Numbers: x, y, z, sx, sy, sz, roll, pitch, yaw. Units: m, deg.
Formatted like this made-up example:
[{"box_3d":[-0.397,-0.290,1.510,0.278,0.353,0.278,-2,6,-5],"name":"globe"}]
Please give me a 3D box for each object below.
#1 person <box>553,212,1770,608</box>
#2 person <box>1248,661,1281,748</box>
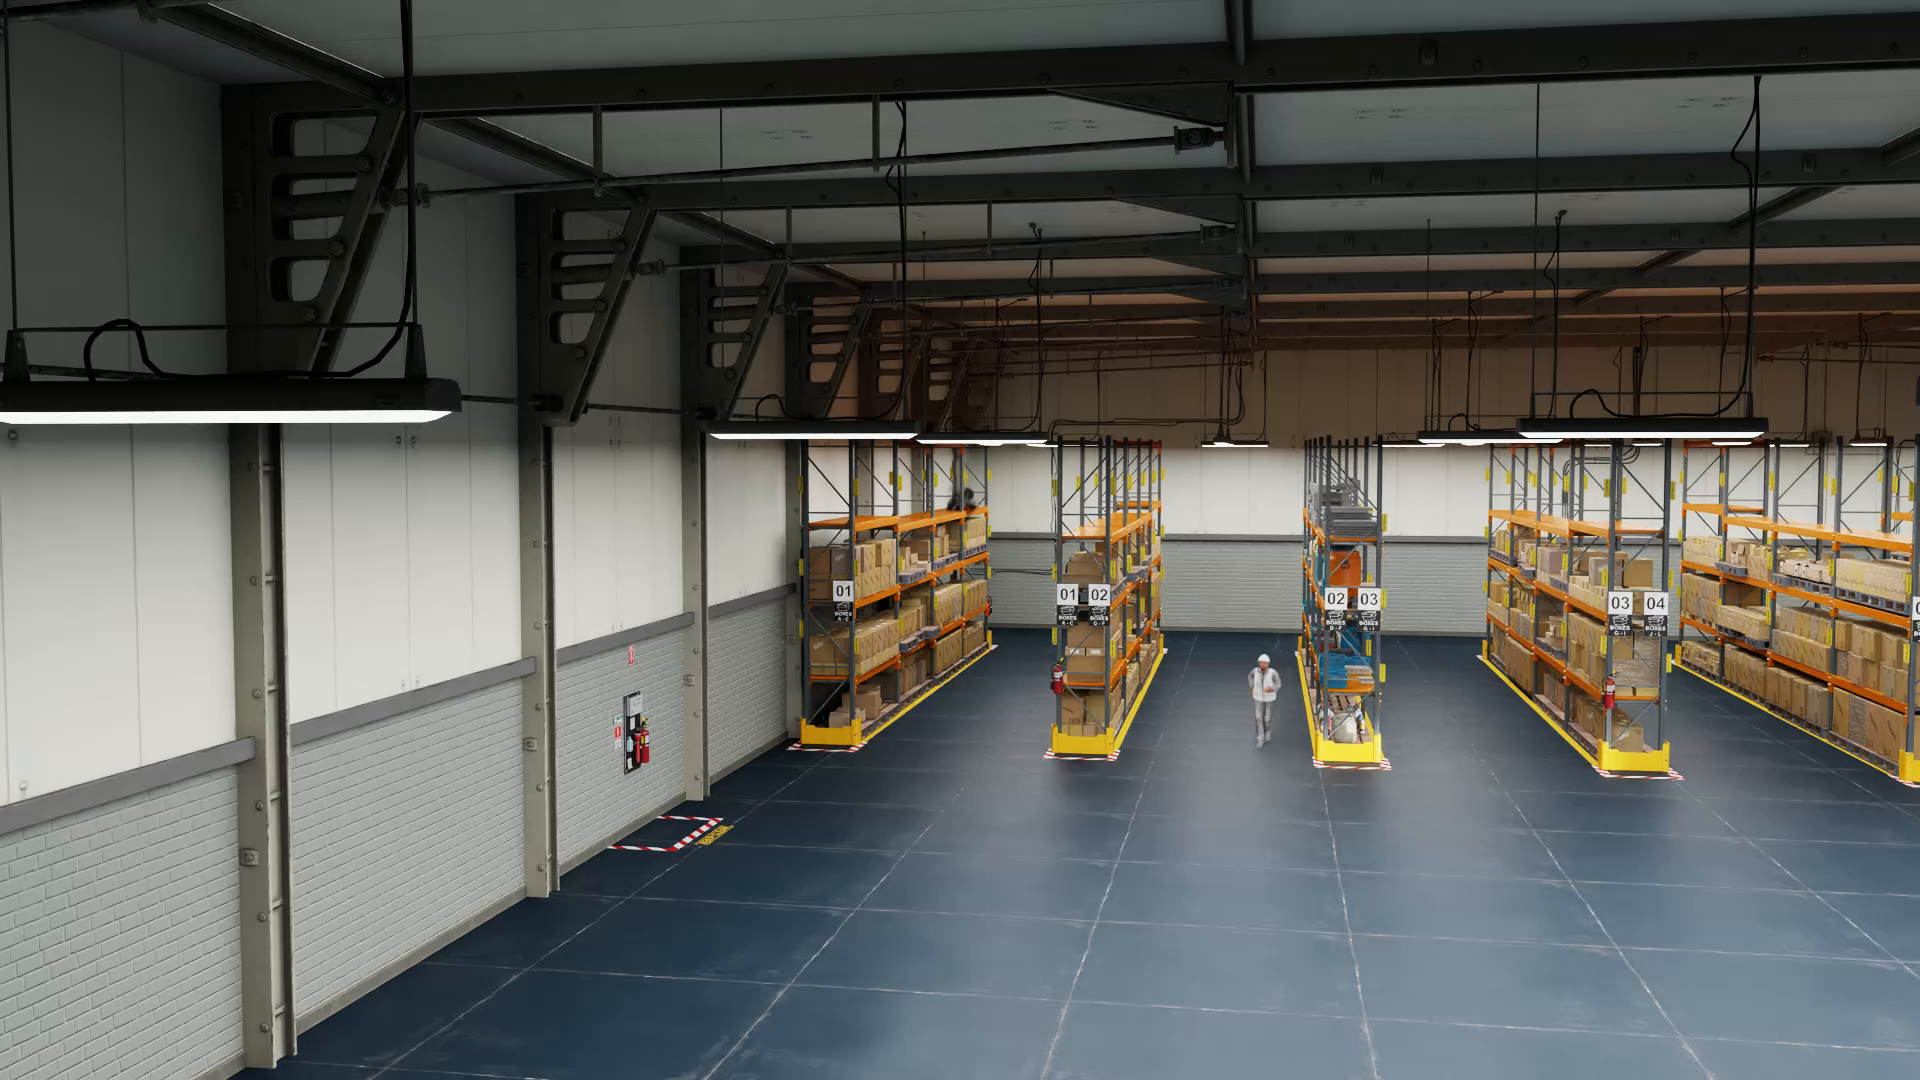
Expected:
[{"box_3d":[7.923,-0.528,32.293,24.783,8.989,24.438,0,3,5],"name":"person"},{"box_3d":[5.902,3.151,32.238,0.653,1.796,0.866,1,3,17],"name":"person"}]
